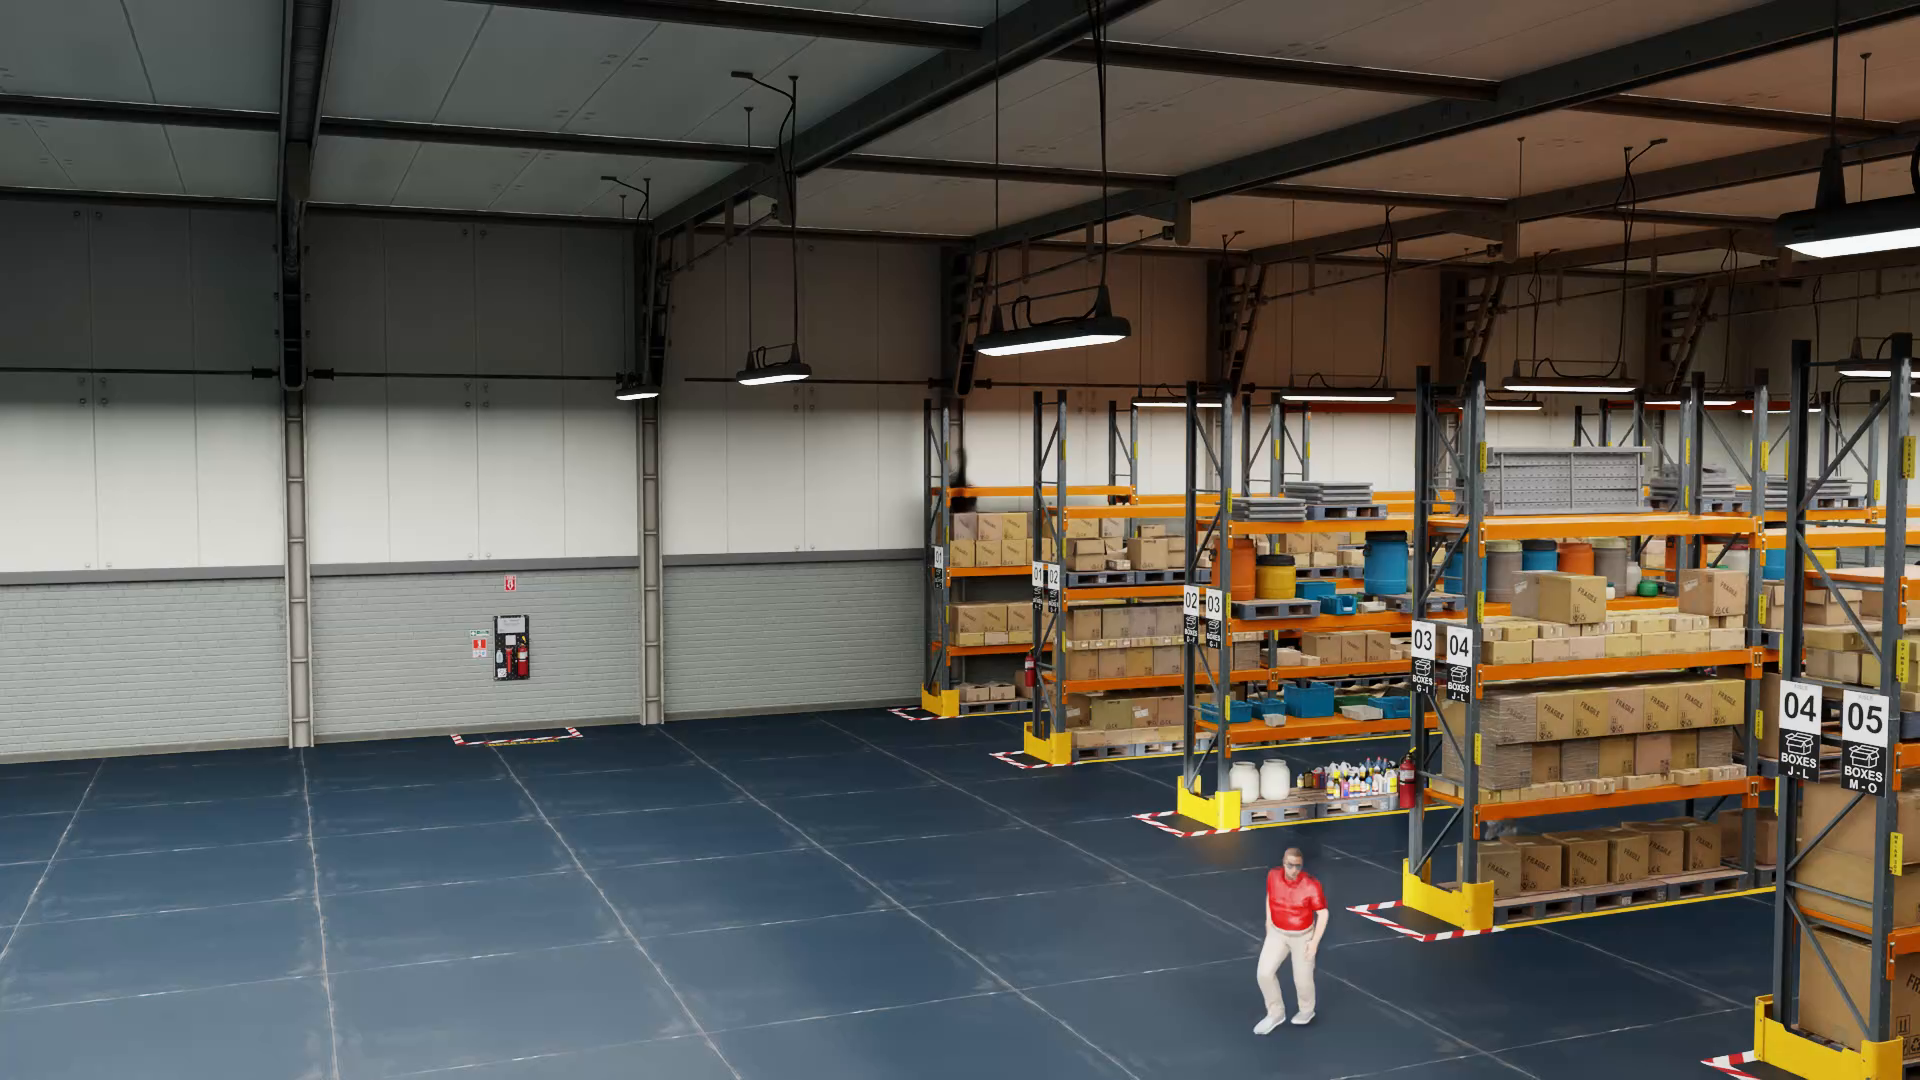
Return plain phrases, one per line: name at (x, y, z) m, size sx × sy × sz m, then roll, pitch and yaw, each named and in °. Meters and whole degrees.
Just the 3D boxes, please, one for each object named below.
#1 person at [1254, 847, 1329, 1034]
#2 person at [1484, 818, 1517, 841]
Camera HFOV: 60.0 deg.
person at (2.934, 3.489, 14.554) m, size 0.648 × 1.691 × 0.774 m, roll 2°, pitch 4°, yaw 30°
person at (6.941, 3.061, 21.522) m, size 0.819 × 1.693 × 0.687 m, roll -2°, pitch 4°, yaw -29°
